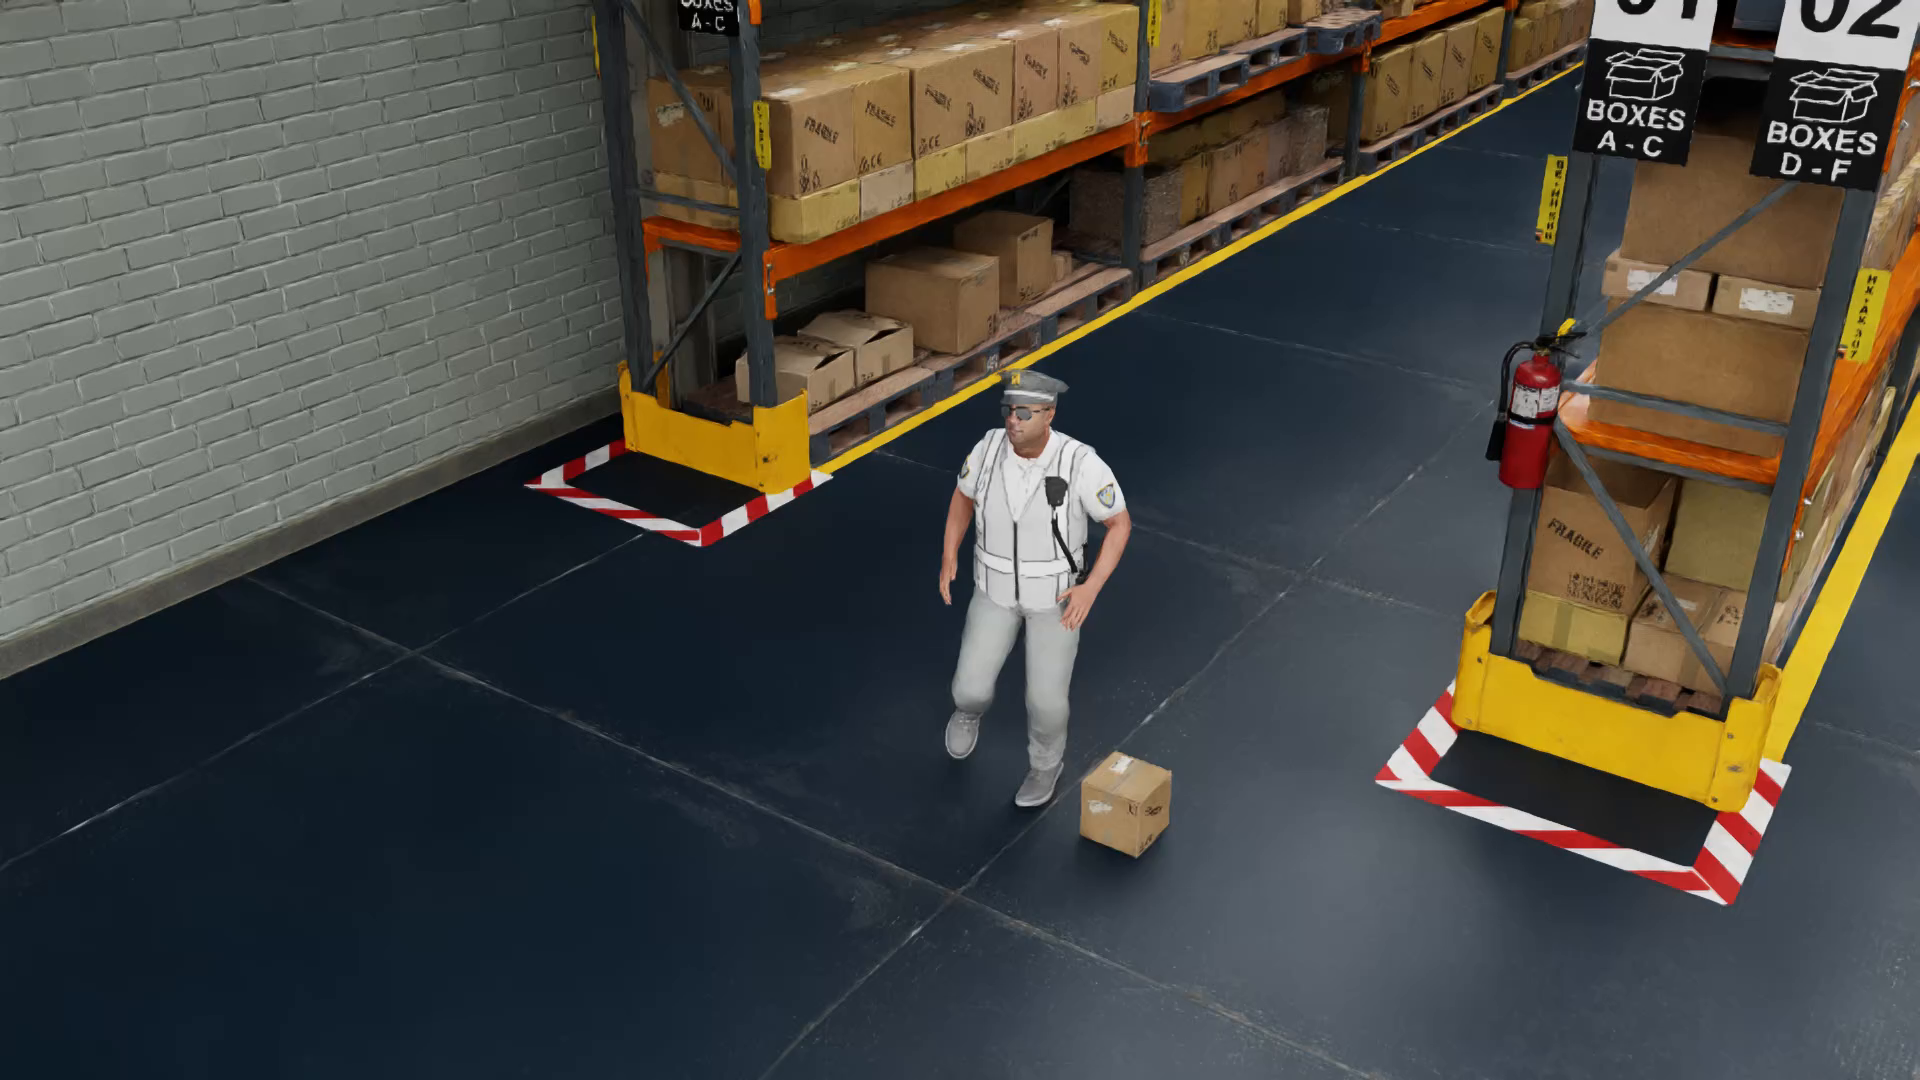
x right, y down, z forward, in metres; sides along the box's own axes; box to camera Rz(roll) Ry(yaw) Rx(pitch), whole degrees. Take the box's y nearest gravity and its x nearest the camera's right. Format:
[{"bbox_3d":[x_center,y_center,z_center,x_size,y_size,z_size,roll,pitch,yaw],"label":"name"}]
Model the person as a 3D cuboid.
[{"bbox_3d":[0.262,0.190,6.245,0.714,1.751,0.503,7,28,13],"label":"person"}]
